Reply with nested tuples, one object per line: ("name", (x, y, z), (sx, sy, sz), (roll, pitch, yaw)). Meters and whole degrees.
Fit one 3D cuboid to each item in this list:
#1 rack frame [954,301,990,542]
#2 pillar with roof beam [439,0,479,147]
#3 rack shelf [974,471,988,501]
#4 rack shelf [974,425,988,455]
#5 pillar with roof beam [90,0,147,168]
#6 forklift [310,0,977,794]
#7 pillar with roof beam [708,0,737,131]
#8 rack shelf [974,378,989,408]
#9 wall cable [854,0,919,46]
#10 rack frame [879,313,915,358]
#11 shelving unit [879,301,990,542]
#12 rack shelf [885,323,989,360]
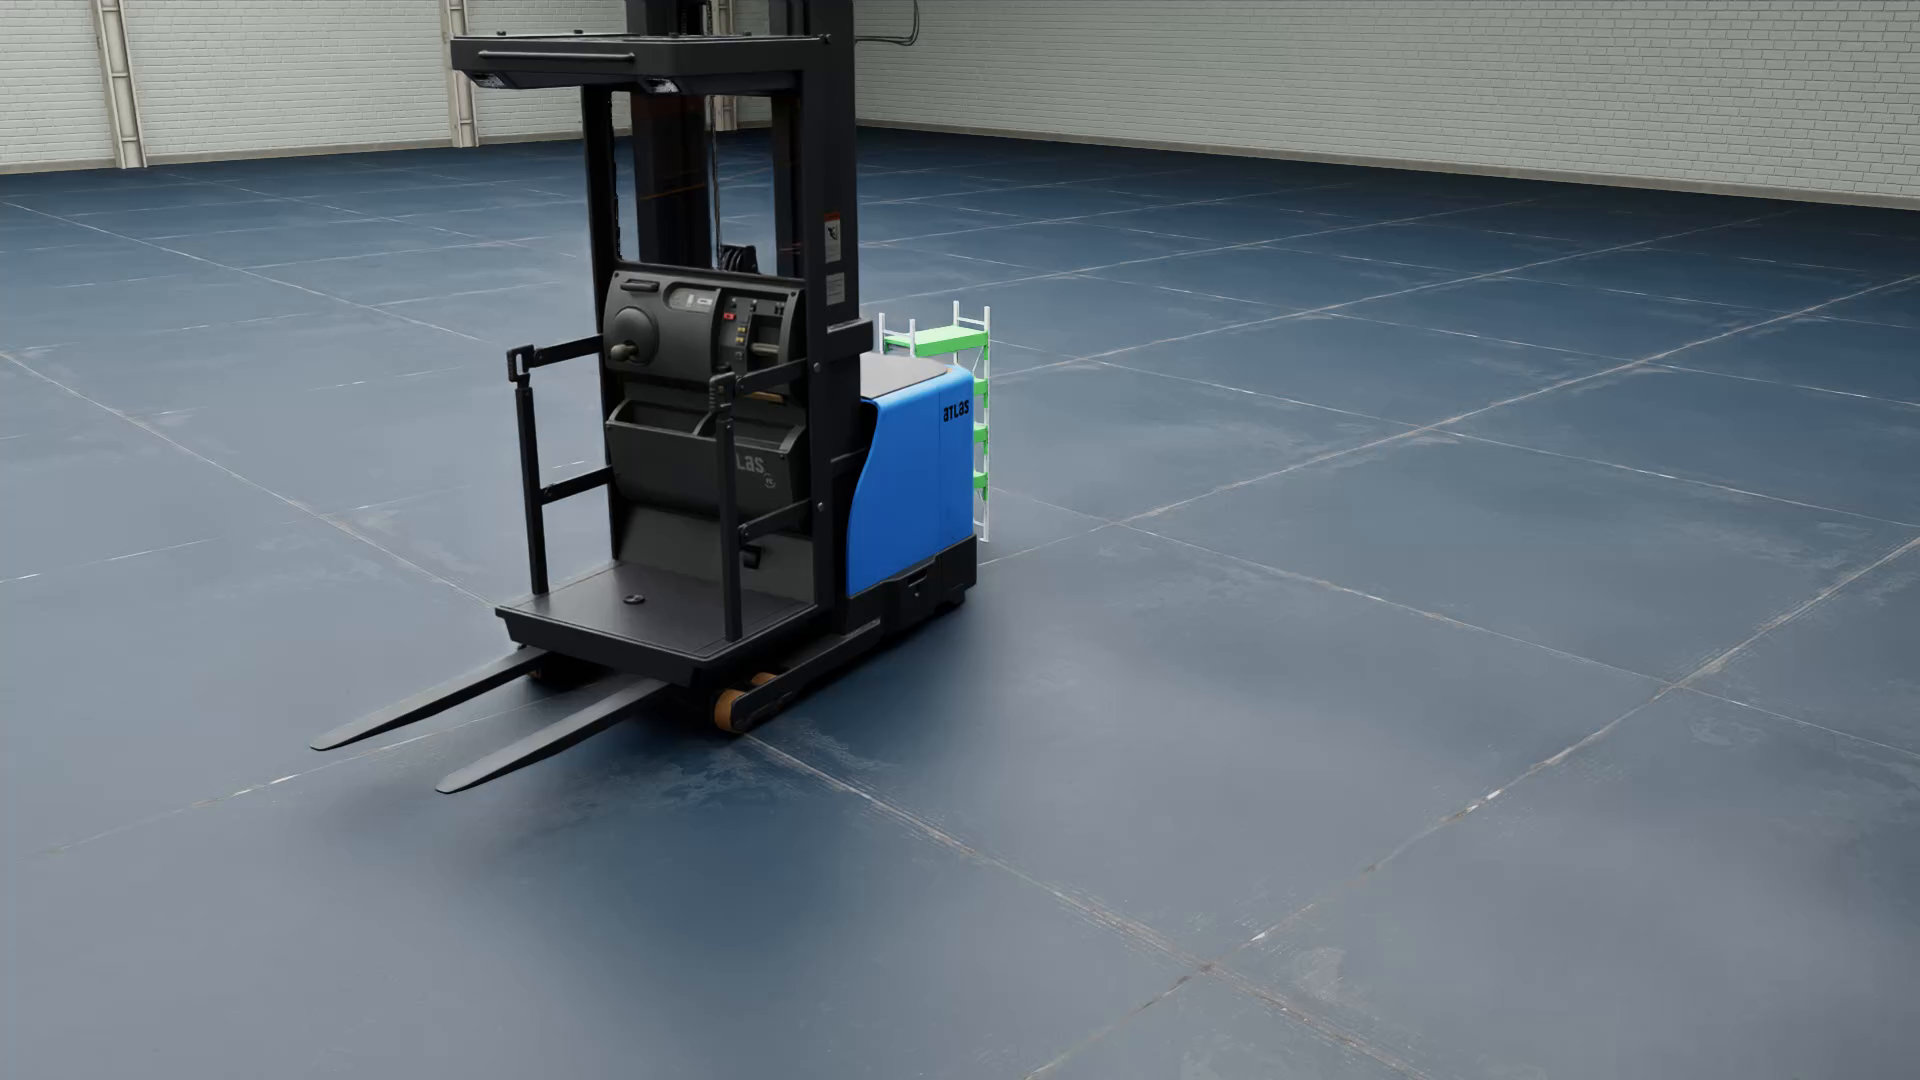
("rack frame", (0.057, -0.587, 8.351), (0.015, 1.200, 0.240), (-16, 24, -41))
("pillar with roof beam", (-6.393, -10.761, 27.083), (0.400, 9.000, 9.100), (-16, 24, -41))
("rack shelf", (-0.120, -0.247, 8.285), (0.480, 0.148, 0.258), (-16, 24, -41))
("rack shelf", (-0.120, -0.475, 8.211), (0.480, 0.148, 0.258), (-16, 24, -41))
("pillar with roof beam", (-10.752, -9.489, 23.162), (0.400, 9.000, 9.100), (-16, 24, -41))
("forklift", (-1.122, -0.830, 6.291), (1.130, 2.935, 3.031), (11, 21, 30))
("pillar with roof beam", (-2.033, -12.032, 31.005), (0.400, 9.000, 9.100), (-16, 24, -41))
("rack shelf", (-0.120, -0.703, 8.137), (0.480, 0.148, 0.258), (-16, 24, -41))
("wall cable", (-1.942, -11.848, 35.471), (0.112, 2.526, 3.097), (-16, 24, -41))
("rack frame", (-0.298, -0.484, 8.032), (0.015, 1.200, 0.240), (-16, 24, -41))
("shelving unit", (-0.120, -0.536, 8.191), (0.503, 1.200, 0.258), (-16, 24, -41))
("rack shelf", (-0.120, -0.932, 8.063), (0.480, 0.148, 0.258), (-16, 24, -41))
